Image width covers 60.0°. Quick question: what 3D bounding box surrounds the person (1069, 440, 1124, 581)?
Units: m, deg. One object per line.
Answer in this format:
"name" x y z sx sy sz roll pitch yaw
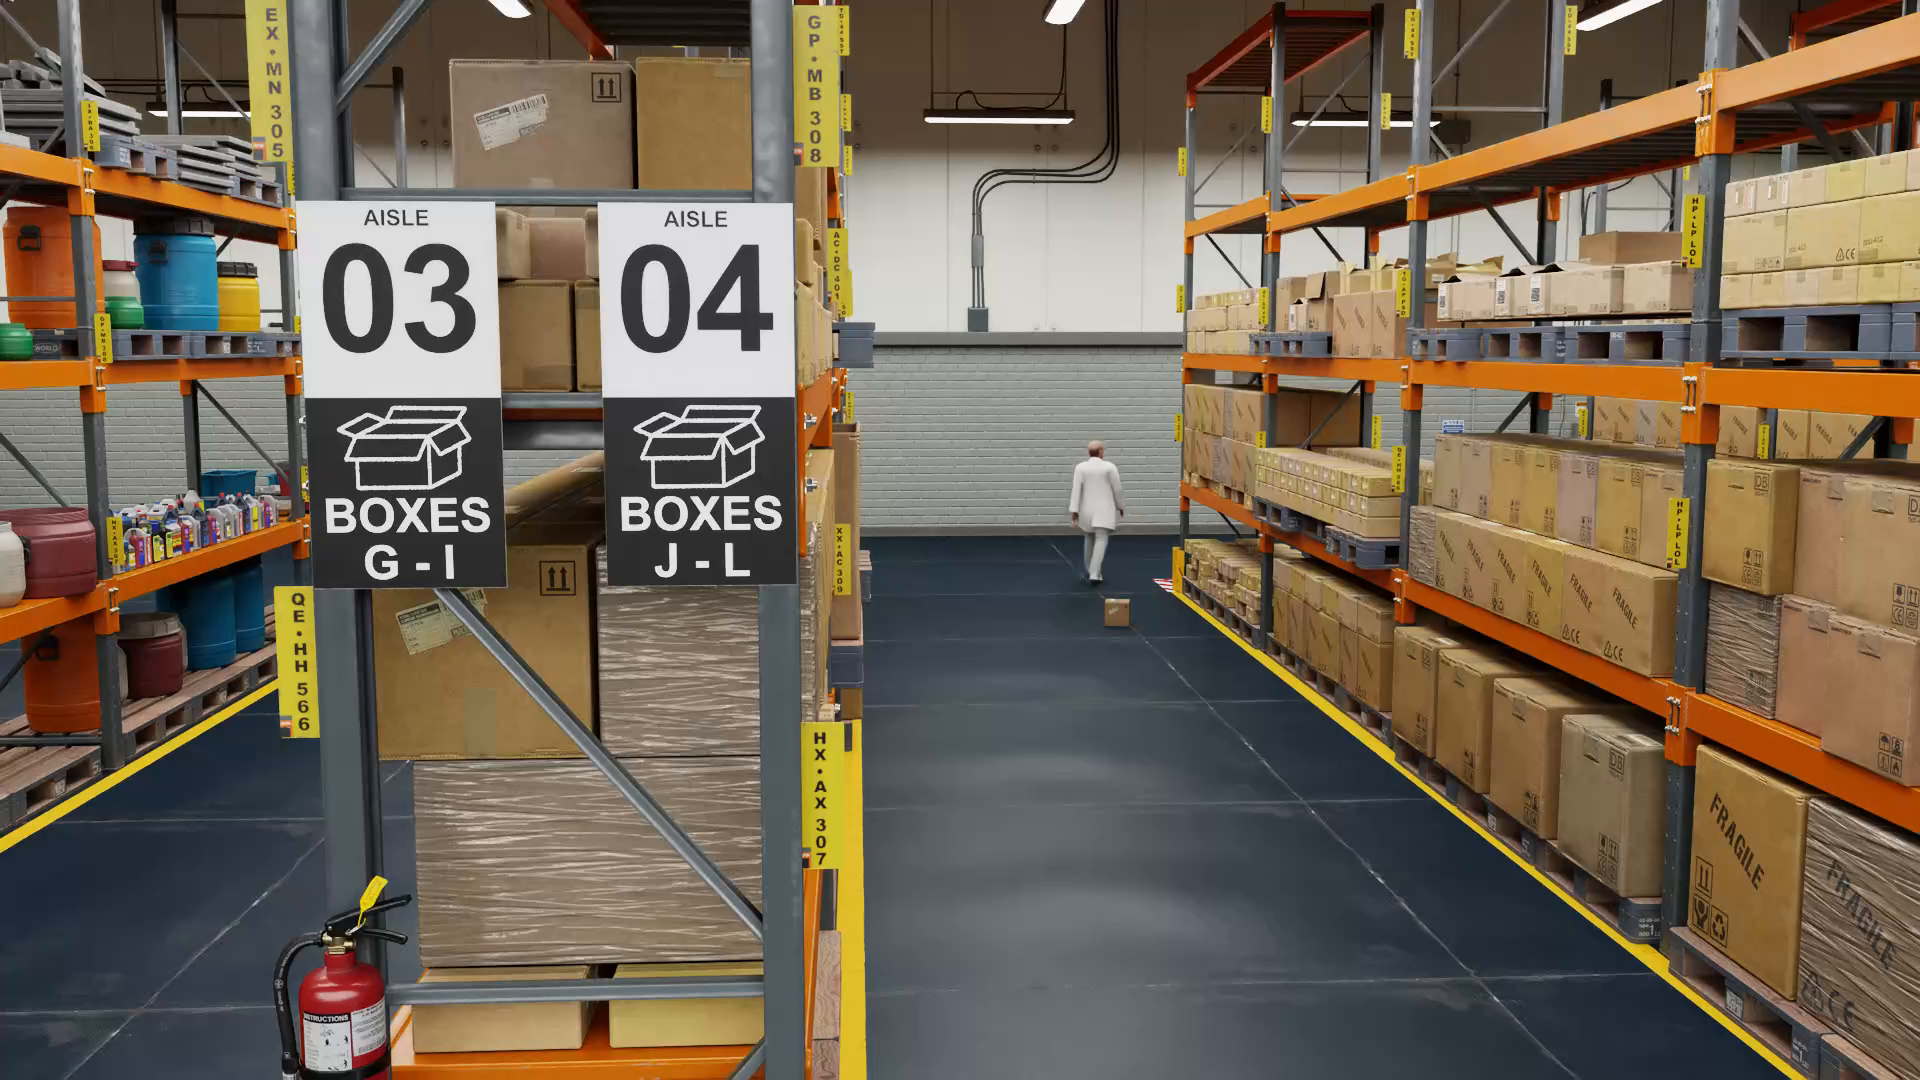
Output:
"person" 1.720 -0.381 20.502 0.618 1.708 1.137 3 7 22
